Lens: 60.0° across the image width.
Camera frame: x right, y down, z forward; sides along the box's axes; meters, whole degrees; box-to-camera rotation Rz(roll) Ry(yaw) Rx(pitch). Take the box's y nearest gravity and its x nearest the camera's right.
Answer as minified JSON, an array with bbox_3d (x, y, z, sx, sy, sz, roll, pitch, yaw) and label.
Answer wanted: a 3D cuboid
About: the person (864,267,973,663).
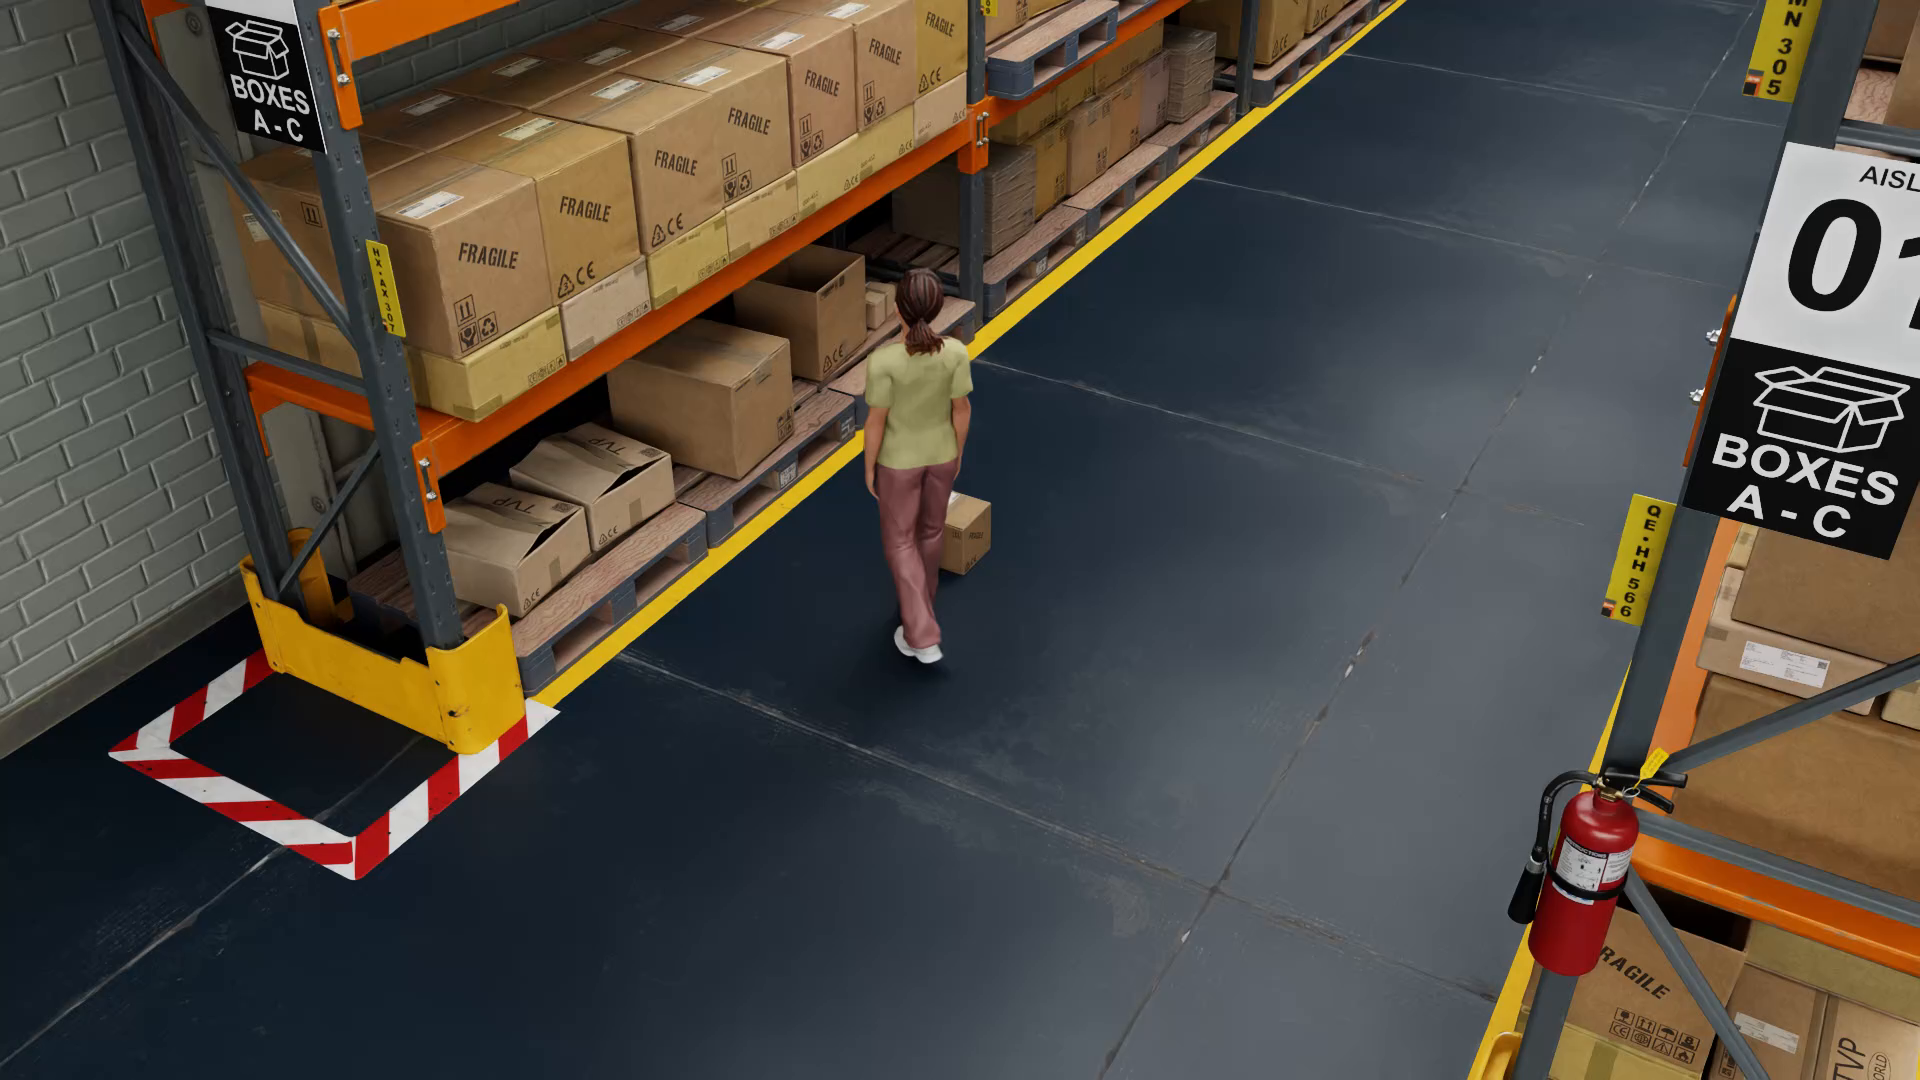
[{"bbox_3d":[-0.180,-0.317,6.598,0.434,1.662,0.680,-12,36,-17],"label":"person"}]
